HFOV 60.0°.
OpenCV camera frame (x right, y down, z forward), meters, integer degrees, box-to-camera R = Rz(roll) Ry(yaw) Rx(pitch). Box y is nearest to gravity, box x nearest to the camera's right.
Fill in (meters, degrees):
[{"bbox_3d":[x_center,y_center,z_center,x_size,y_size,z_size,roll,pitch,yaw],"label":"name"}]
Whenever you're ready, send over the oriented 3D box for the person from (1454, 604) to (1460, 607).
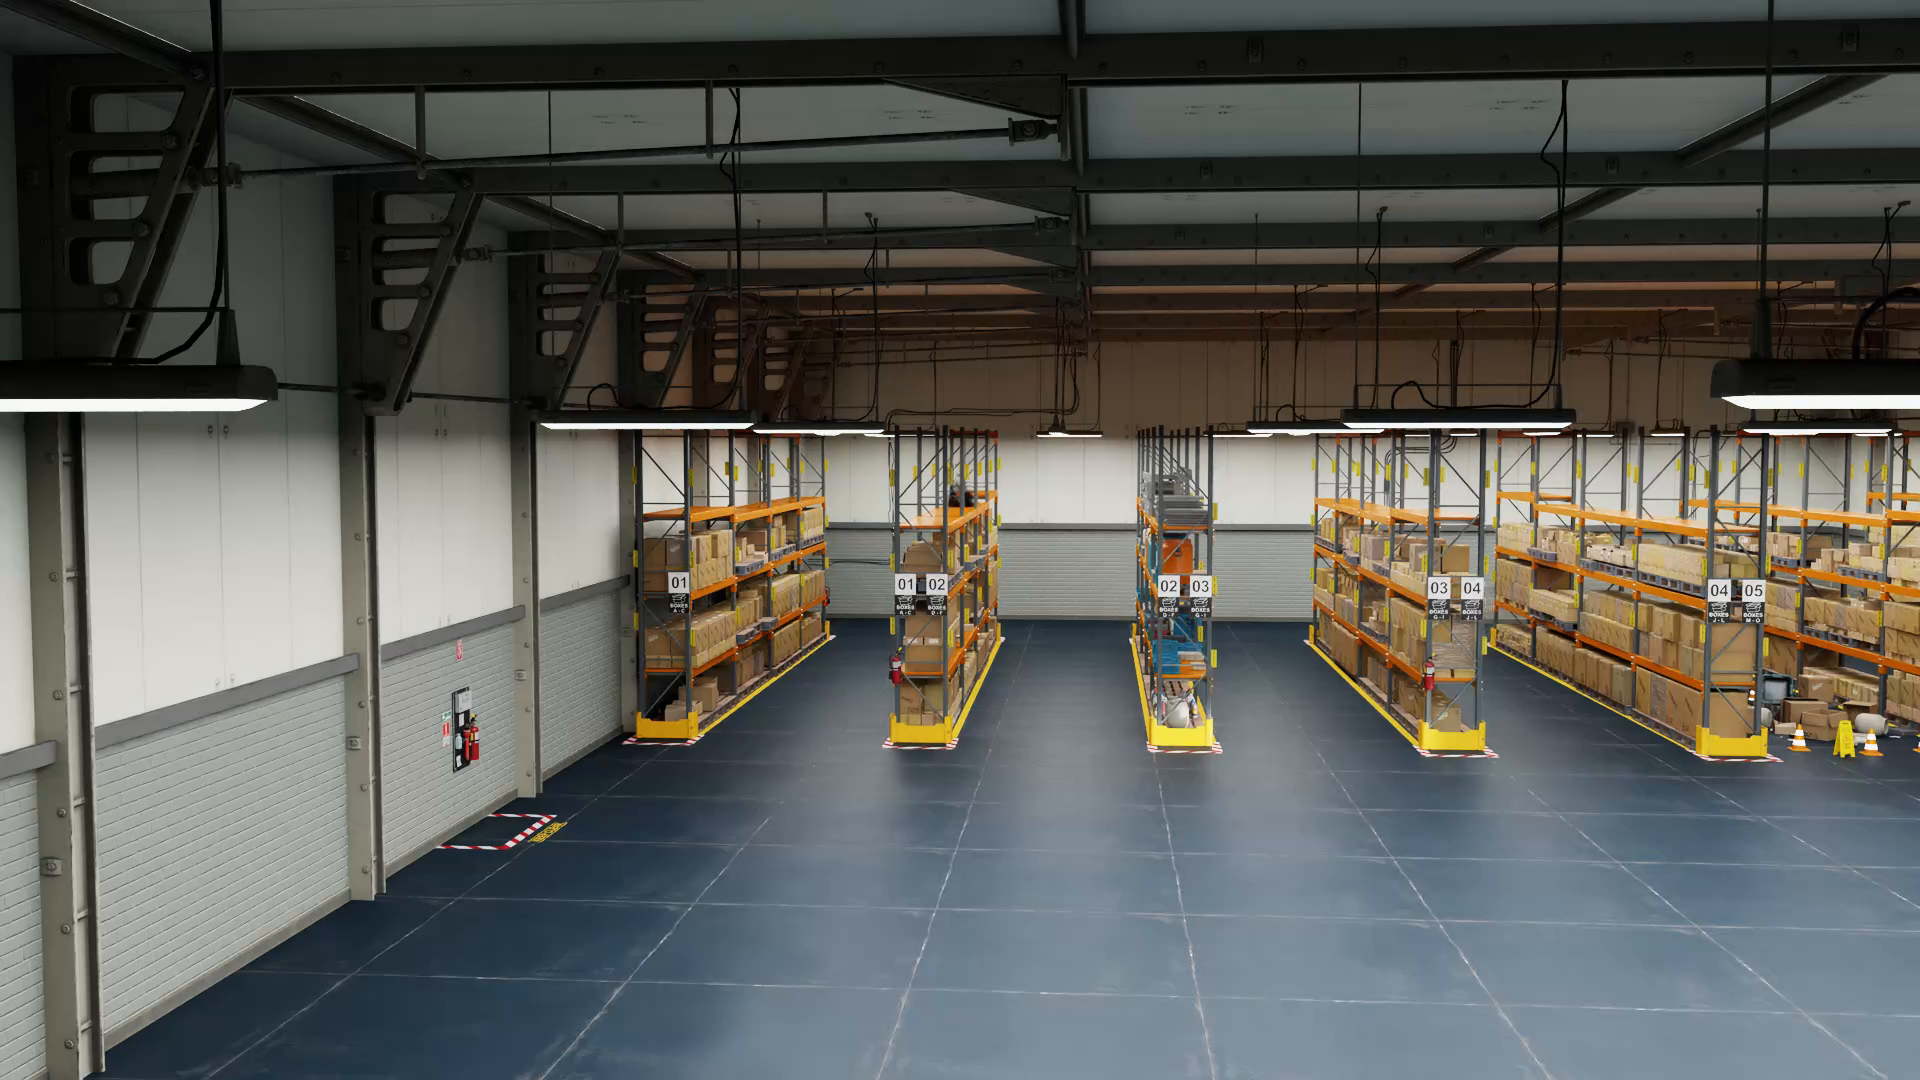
[{"bbox_3d":[13.644,2.082,46.590,0.756,1.683,0.604,3,4,37],"label":"person"}]
